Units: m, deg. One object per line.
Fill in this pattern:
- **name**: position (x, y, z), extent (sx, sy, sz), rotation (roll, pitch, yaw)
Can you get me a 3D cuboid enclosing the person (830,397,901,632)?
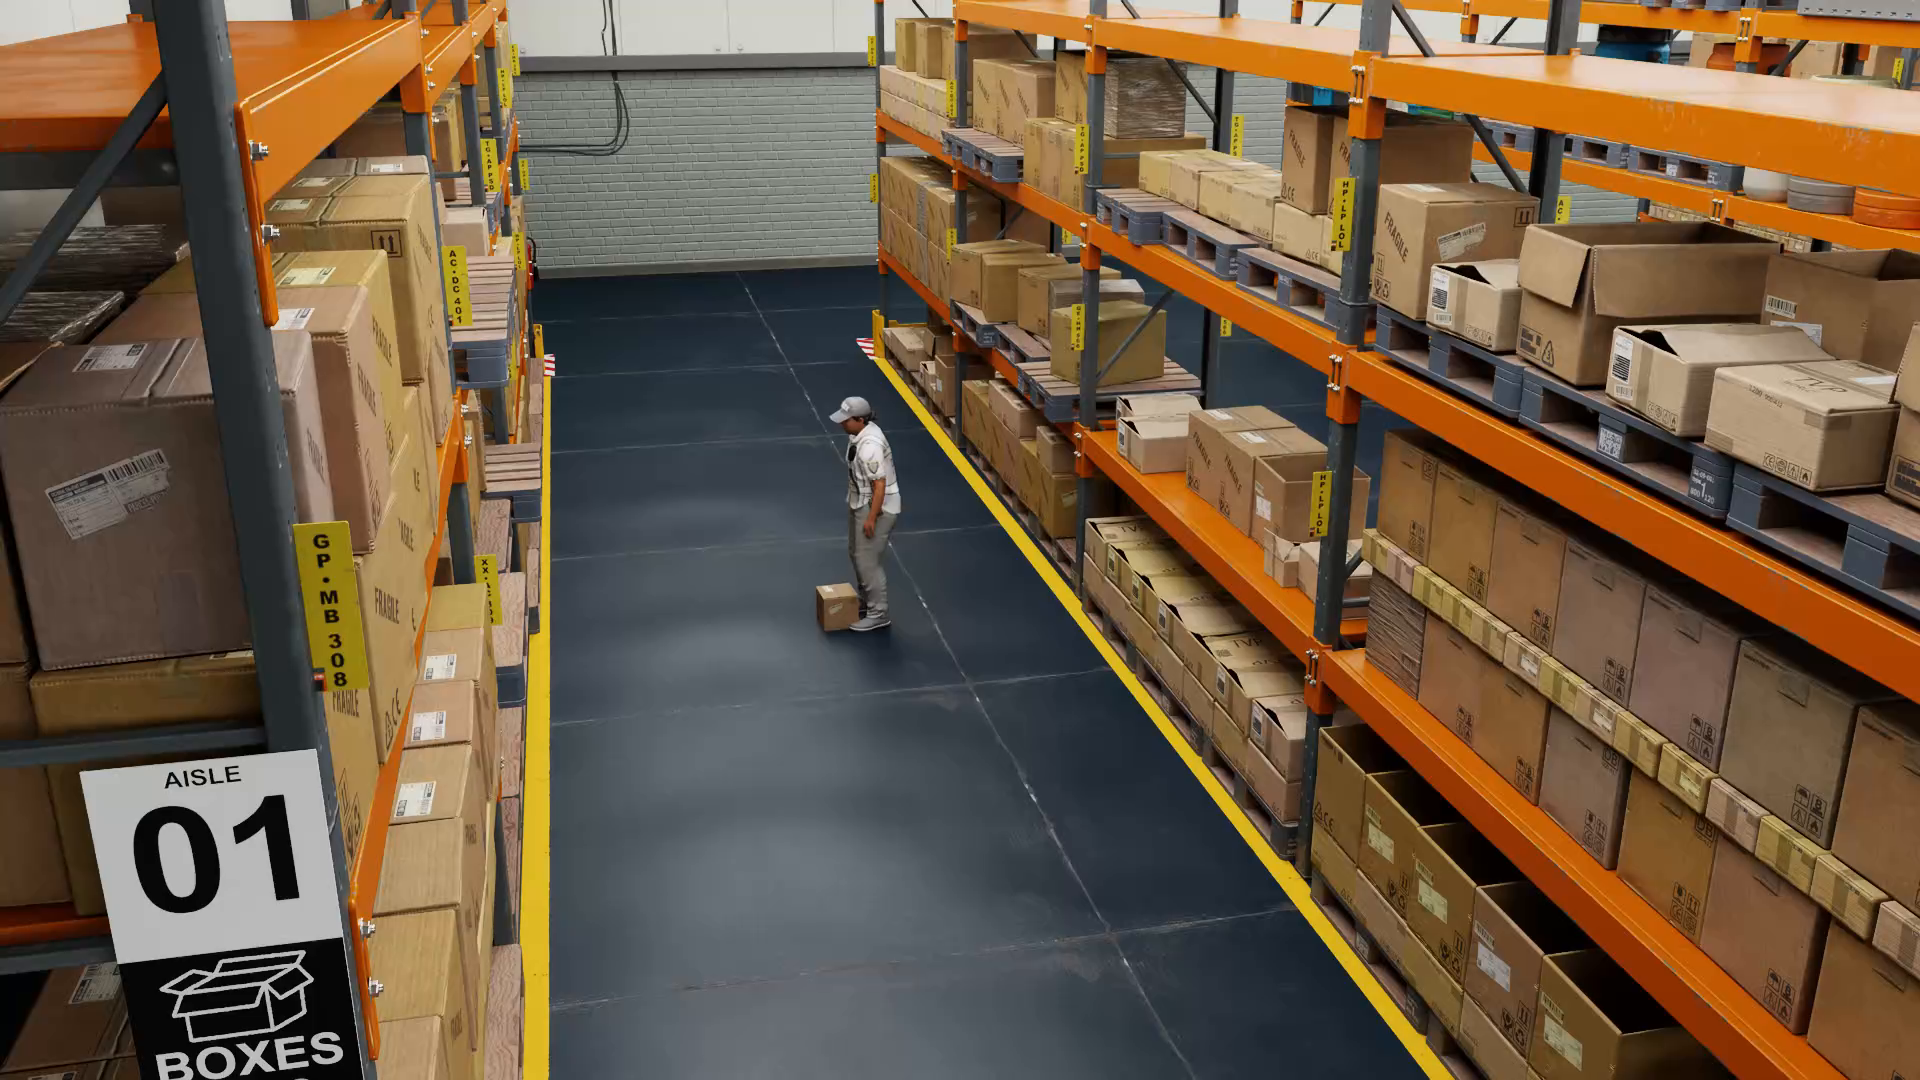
- **person**: position (-0.664, -0.207, 11.637), extent (0.473, 1.666, 0.547), rotation (-5, 20, -13)
